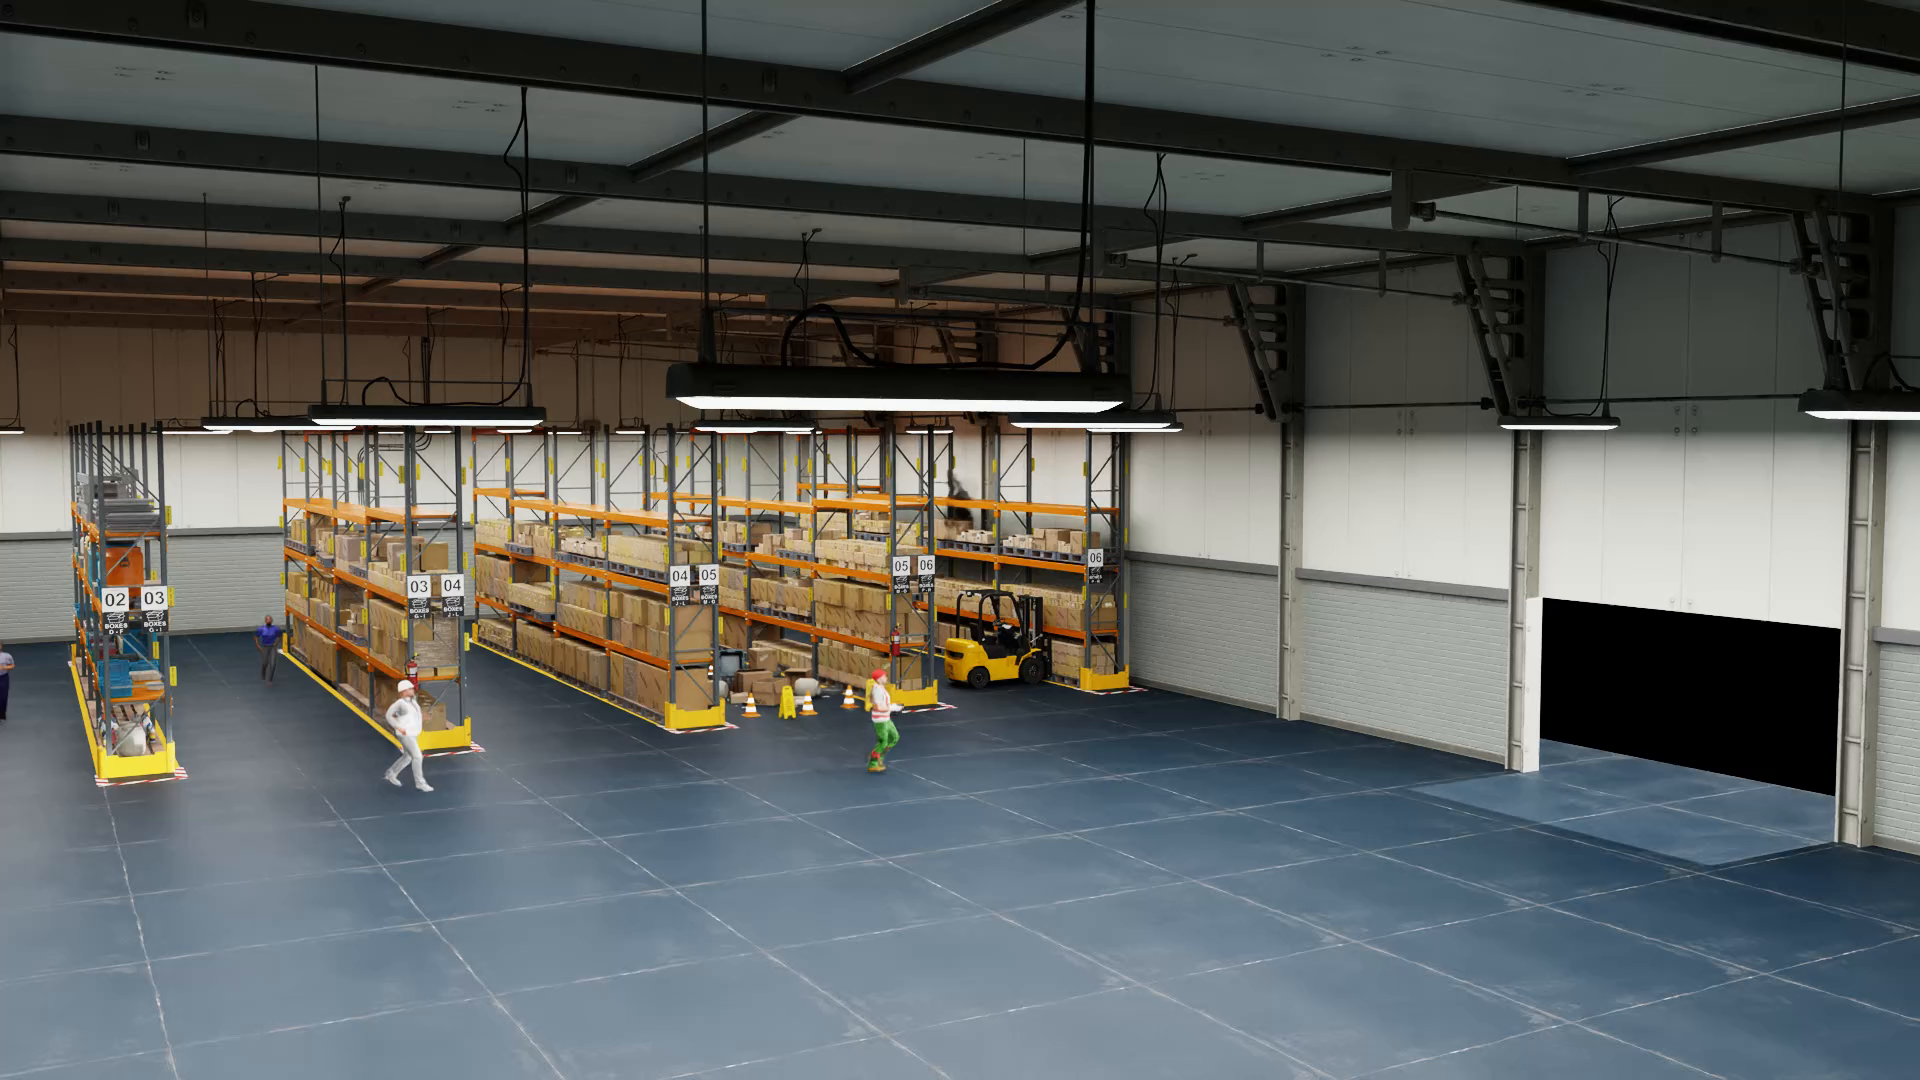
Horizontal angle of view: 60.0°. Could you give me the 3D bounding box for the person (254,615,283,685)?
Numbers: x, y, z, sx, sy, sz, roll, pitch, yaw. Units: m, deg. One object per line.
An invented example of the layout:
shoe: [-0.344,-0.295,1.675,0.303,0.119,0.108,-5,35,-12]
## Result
person: [-15.966,2.554,38.422,0.605,1.612,0.568,-2,4,-27]

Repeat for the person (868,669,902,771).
person: [-1.279,3.077,28.409,0.612,1.759,0.639,0,4,3]

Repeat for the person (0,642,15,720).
person: [-19.183,2.852,33.157,0.582,1.708,0.775,-3,4,-37]

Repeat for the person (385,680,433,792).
person: [-8.923,3.161,26.834,0.853,1.793,0.575,0,4,4]
